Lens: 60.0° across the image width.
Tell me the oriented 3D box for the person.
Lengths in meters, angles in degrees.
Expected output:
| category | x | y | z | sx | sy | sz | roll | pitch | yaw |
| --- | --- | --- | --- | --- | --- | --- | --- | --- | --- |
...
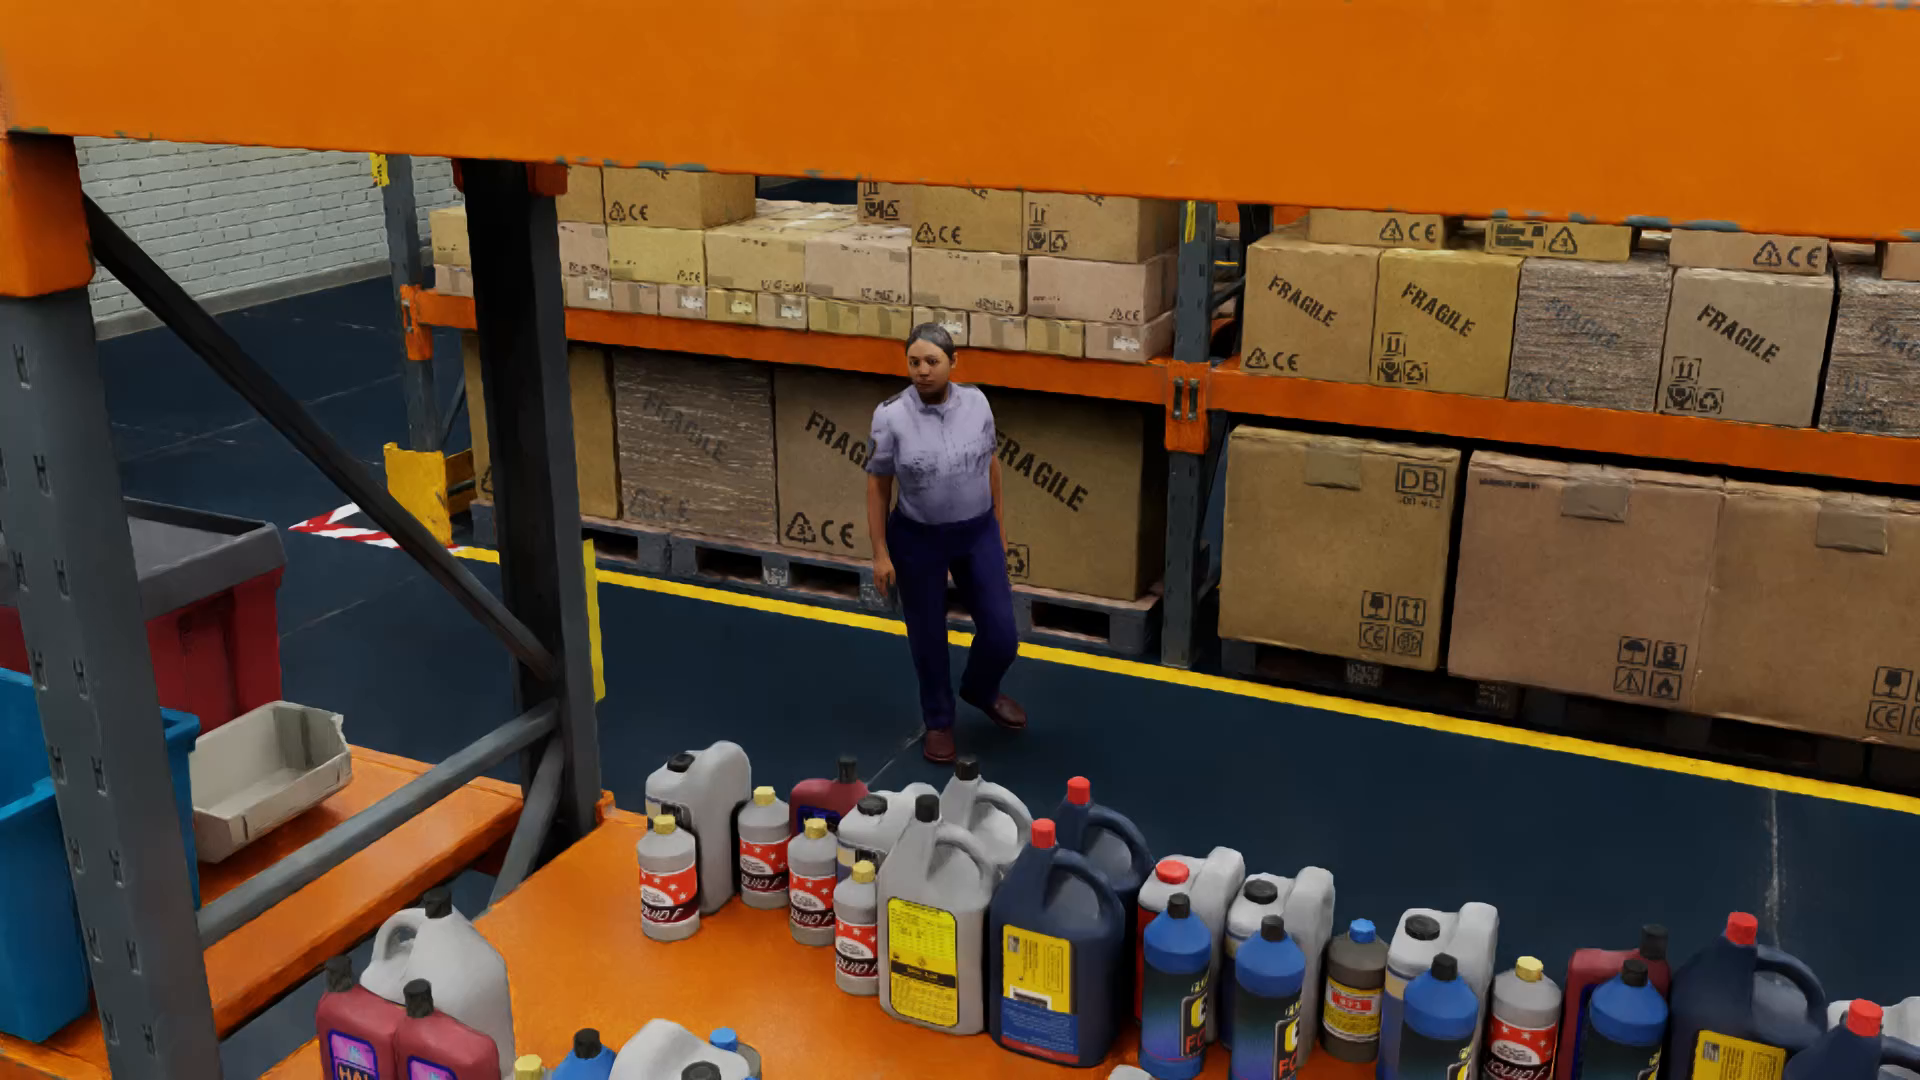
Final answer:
| category | x | y | z | sx | sy | sz | roll | pitch | yaw |
| --- | --- | --- | --- | --- | --- | --- | --- | --- | --- |
| person | -0.032 | 0.022 | 6.015 | 0.621 | 1.628 | 0.432 | -5 | 20 | -13 |
